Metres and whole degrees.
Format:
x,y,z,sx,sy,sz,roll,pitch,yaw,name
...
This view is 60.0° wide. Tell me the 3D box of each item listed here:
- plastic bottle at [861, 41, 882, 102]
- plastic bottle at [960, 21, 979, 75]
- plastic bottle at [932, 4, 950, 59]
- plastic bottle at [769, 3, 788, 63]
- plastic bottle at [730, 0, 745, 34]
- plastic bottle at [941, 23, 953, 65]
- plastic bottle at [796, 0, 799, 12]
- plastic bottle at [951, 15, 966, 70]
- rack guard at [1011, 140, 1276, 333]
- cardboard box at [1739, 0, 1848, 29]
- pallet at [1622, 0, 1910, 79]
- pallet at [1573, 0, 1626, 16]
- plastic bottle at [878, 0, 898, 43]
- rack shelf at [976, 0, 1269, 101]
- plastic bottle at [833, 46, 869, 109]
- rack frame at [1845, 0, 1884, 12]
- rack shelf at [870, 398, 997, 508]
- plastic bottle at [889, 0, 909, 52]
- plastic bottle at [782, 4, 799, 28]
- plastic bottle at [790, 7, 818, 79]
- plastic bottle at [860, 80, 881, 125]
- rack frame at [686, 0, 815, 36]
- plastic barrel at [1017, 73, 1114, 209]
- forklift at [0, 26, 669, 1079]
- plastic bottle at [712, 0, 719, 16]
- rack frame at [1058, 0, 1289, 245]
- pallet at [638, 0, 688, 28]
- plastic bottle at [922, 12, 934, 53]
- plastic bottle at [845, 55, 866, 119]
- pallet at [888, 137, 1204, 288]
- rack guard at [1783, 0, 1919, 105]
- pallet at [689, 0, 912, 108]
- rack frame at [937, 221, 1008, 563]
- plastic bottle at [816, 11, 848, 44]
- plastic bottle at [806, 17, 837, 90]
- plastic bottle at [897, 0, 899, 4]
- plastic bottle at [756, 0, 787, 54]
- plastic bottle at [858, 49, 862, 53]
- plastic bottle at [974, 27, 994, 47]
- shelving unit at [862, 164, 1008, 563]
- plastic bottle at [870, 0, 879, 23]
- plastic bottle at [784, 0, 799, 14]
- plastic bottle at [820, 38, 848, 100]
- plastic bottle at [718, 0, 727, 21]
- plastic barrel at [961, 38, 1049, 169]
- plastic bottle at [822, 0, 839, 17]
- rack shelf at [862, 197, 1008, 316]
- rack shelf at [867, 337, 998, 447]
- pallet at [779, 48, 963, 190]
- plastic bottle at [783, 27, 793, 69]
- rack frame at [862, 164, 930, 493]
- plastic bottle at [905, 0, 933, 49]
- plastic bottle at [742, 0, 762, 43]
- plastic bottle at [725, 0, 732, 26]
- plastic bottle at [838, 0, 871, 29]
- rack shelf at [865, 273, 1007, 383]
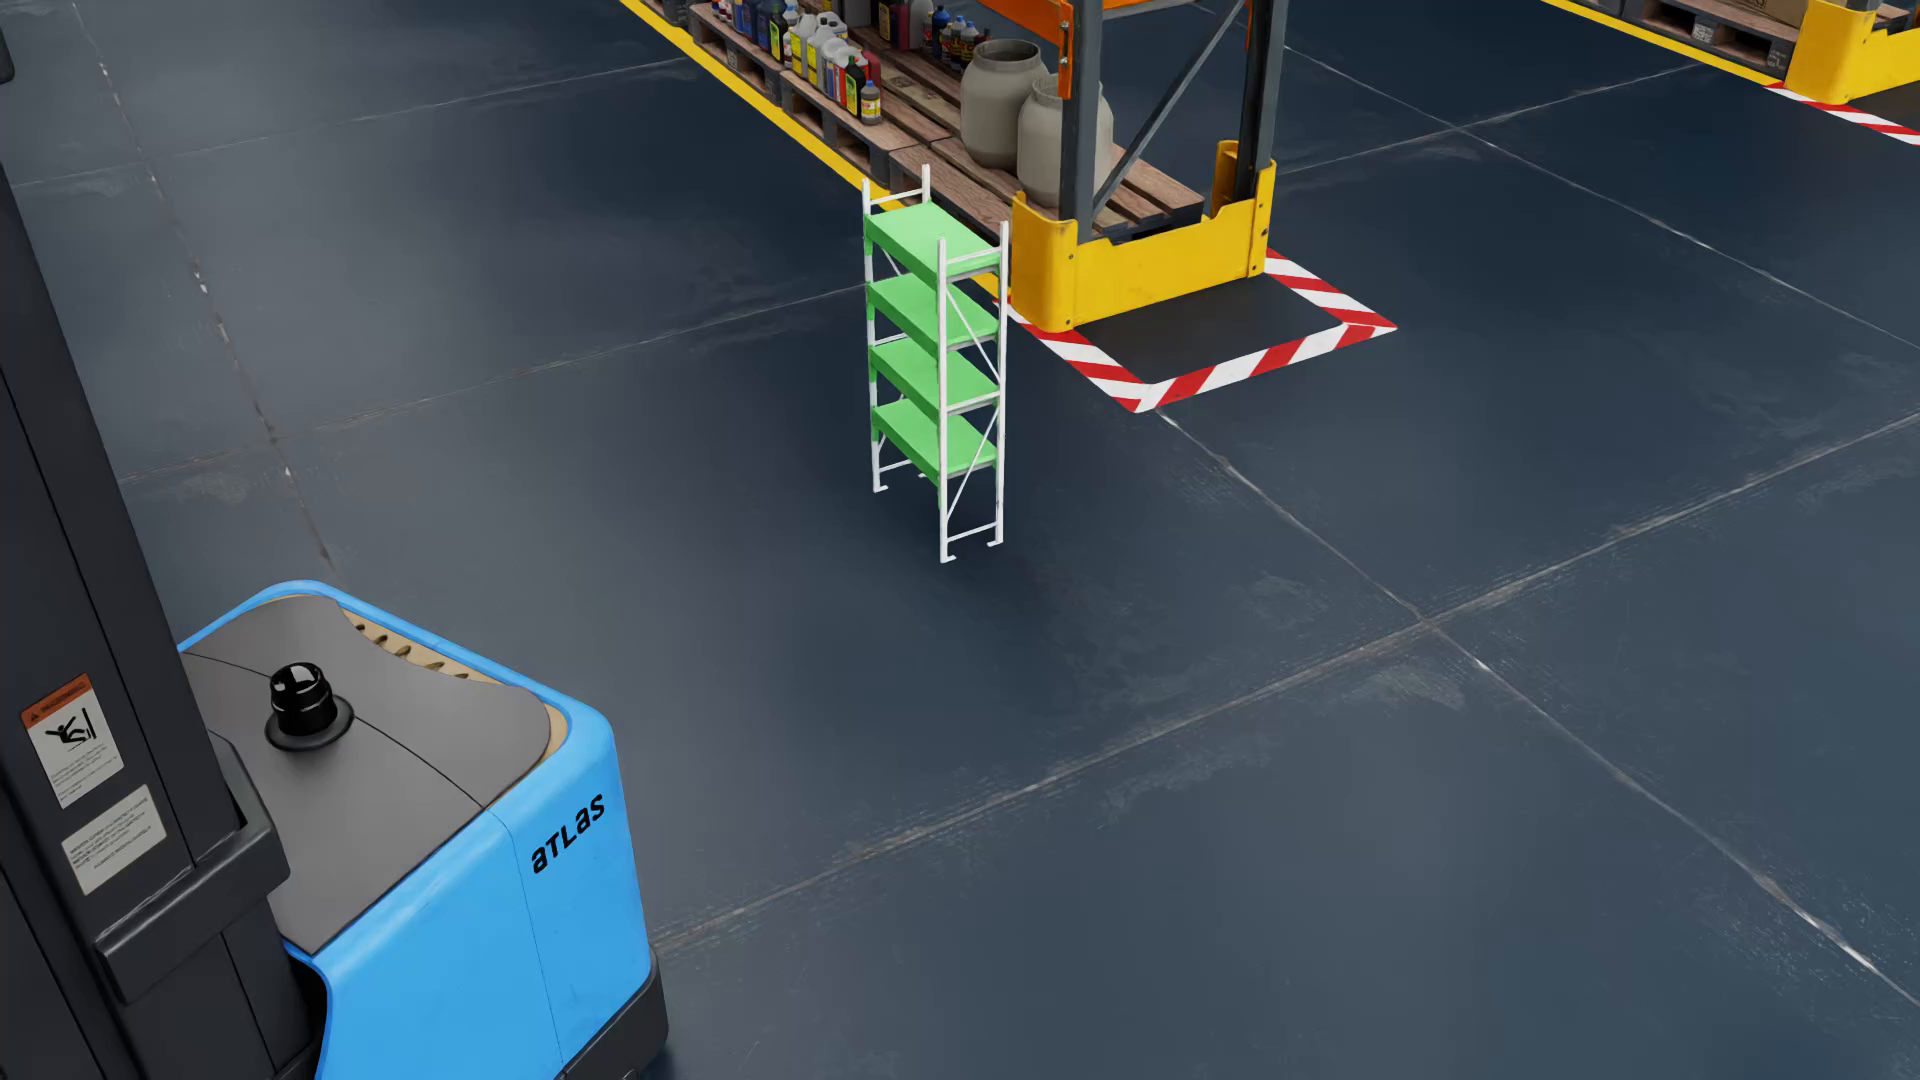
x,y,z,sx,sy,sz,roll,pitch,yaw,name
-0.450,-2.350,8.355,0.061,0.283,0.133,-19,40,-24,plastic bottle
0.050,-2.562,8.655,0.097,0.271,0.097,0,36,0,plastic bottle
-0.102,-2.716,8.866,0.097,0.271,0.097,0,36,0,plastic bottle
-0.958,-2.687,8.816,0.061,0.283,0.133,-17,39,-22,plastic bottle
-1.179,-2.963,9.200,0.152,0.276,0.135,-17,40,-22,plastic bottle
-0.050,-2.635,8.814,0.097,0.201,0.097,0,36,0,plastic bottle
-0.975,-2.950,9.119,0.144,0.351,0.185,-19,40,-24,plastic bottle
-0.001,-2.613,8.725,0.097,0.271,0.097,0,36,0,plastic bottle
0.784,-1.310,7.119,1.175,0.500,0.348,-19,40,-24,rack guard
4.846,-3.246,9.414,0.500,0.500,0.500,-12,38,-16,cardboard box
4.730,-3.099,9.815,1.003,0.211,1.213,-19,40,-24,pallet
4.121,-3.721,10.665,1.003,0.211,1.213,-19,40,-24,pallet
-0.391,-2.866,9.061,0.061,0.283,0.133,-19,40,-24,plastic bottle
-0.142,-3.024,7.957,1.077,0.370,4.000,-19,40,-24,rack shelf
-0.541,-2.315,8.313,0.152,0.276,0.135,-19,40,-24,plastic bottle
5.146,-3.762,8.358,1.000,3.000,0.127,-19,40,-24,rack frame
-0.083,-0.324,5.691,0.258,0.148,0.480,-19,40,-24,rack shelf
-0.328,-2.793,8.961,0.061,0.283,0.133,-19,40,-24,plastic bottle
-0.899,-2.715,8.865,0.097,0.271,0.097,0,36,0,plastic bottle
-0.791,-2.594,8.632,0.144,0.351,0.185,-19,40,-24,plastic bottle
-0.438,-2.149,8.148,0.097,0.201,0.097,0,36,0,plastic bottle
-1.146,-4.334,9.141,1.000,3.000,0.127,-19,40,-24,rack frame
0.467,-1.772,7.386,0.421,0.512,0.421,0,36,0,plastic barrel
-1.902,0.640,2.388,1.130,2.935,3.031,20,41,25,forklift
-1.365,-3.118,9.416,0.097,0.271,0.097,0,36,0,plastic bottle
0.863,-2.294,6.348,1.000,3.000,0.127,-19,40,-24,rack frame
-1.574,-3.597,10.496,1.003,0.211,1.213,-19,40,-24,pallet
-0.154,-2.740,8.958,0.097,0.201,0.097,0,36,0,plastic bottle
-0.513,-2.236,8.198,0.061,0.283,0.133,-18,40,-23,plastic bottle
0.381,-1.609,7.774,1.003,0.211,1.213,-19,40,-24,pallet
5.108,-2.791,9.148,1.175,0.500,0.348,-19,40,-24,rack guard
-0.845,-2.853,9.478,1.003,0.211,1.213,-19,40,-24,pallet
0.039,-0.445,5.341,0.240,1.200,0.015,-19,40,-24,rack frame
-0.676,-2.621,8.732,0.152,0.276,0.135,-19,40,-24,plastic bottle
-0.698,-2.500,8.502,0.144,0.351,0.185,-17,40,-22,plastic bottle
-0.315,-2.937,9.100,0.144,0.351,0.185,-19,40,-24,plastic bottle
-1.005,-2.811,8.929,0.144,0.351,0.185,-21,41,-26,plastic bottle
-0.513,-2.402,8.496,0.097,0.201,0.097,0,36,0,plastic bottle
0.124,-2.513,8.577,0.061,0.283,0.133,-18,40,-23,plastic bottle
-0.083,-0.569,5.512,0.258,1.200,0.503,-19,40,-24,shelving unit
-0.477,-3.101,9.326,0.144,0.351,0.185,-21,41,-26,plastic bottle
-0.922,-2.837,9.032,0.097,0.271,0.097,0,36,0,plastic bottle
-0.611,-2.386,8.410,0.152,0.276,0.135,-20,41,-25,plastic bottle
-1.314,-3.038,9.365,0.097,0.201,0.097,0,36,0,plastic bottle
0.215,-2.028,7.736,0.421,0.512,0.421,0,36,0,plastic barrel
-0.698,-3.156,9.401,0.144,0.351,0.185,-19,40,-24,plastic bottle
-0.083,-0.905,5.266,0.258,0.148,0.480,-19,40,-24,rack shelf
-0.083,-0.517,5.549,0.258,0.148,0.480,-19,40,-24,rack shelf
-0.228,-2.230,8.625,1.003,0.211,1.213,-19,40,-24,pallet
-0.883,-2.600,8.766,0.097,0.201,0.097,0,36,0,plastic bottle
-0.206,-0.693,5.682,0.240,1.200,0.015,-19,40,-24,rack frame
-0.237,-2.822,9.007,0.152,0.276,0.135,-18,40,-23,plastic bottle
-1.100,-2.907,9.061,0.144,0.351,0.185,-18,40,-23,plastic bottle
-1.263,-2.986,9.294,0.097,0.201,0.097,0,36,0,plastic bottle
-0.593,-3.014,9.270,0.152,0.276,0.135,-19,40,-24,plastic bottle
-0.083,-0.711,5.408,0.258,0.148,0.480,-19,40,-24,rack shelf
